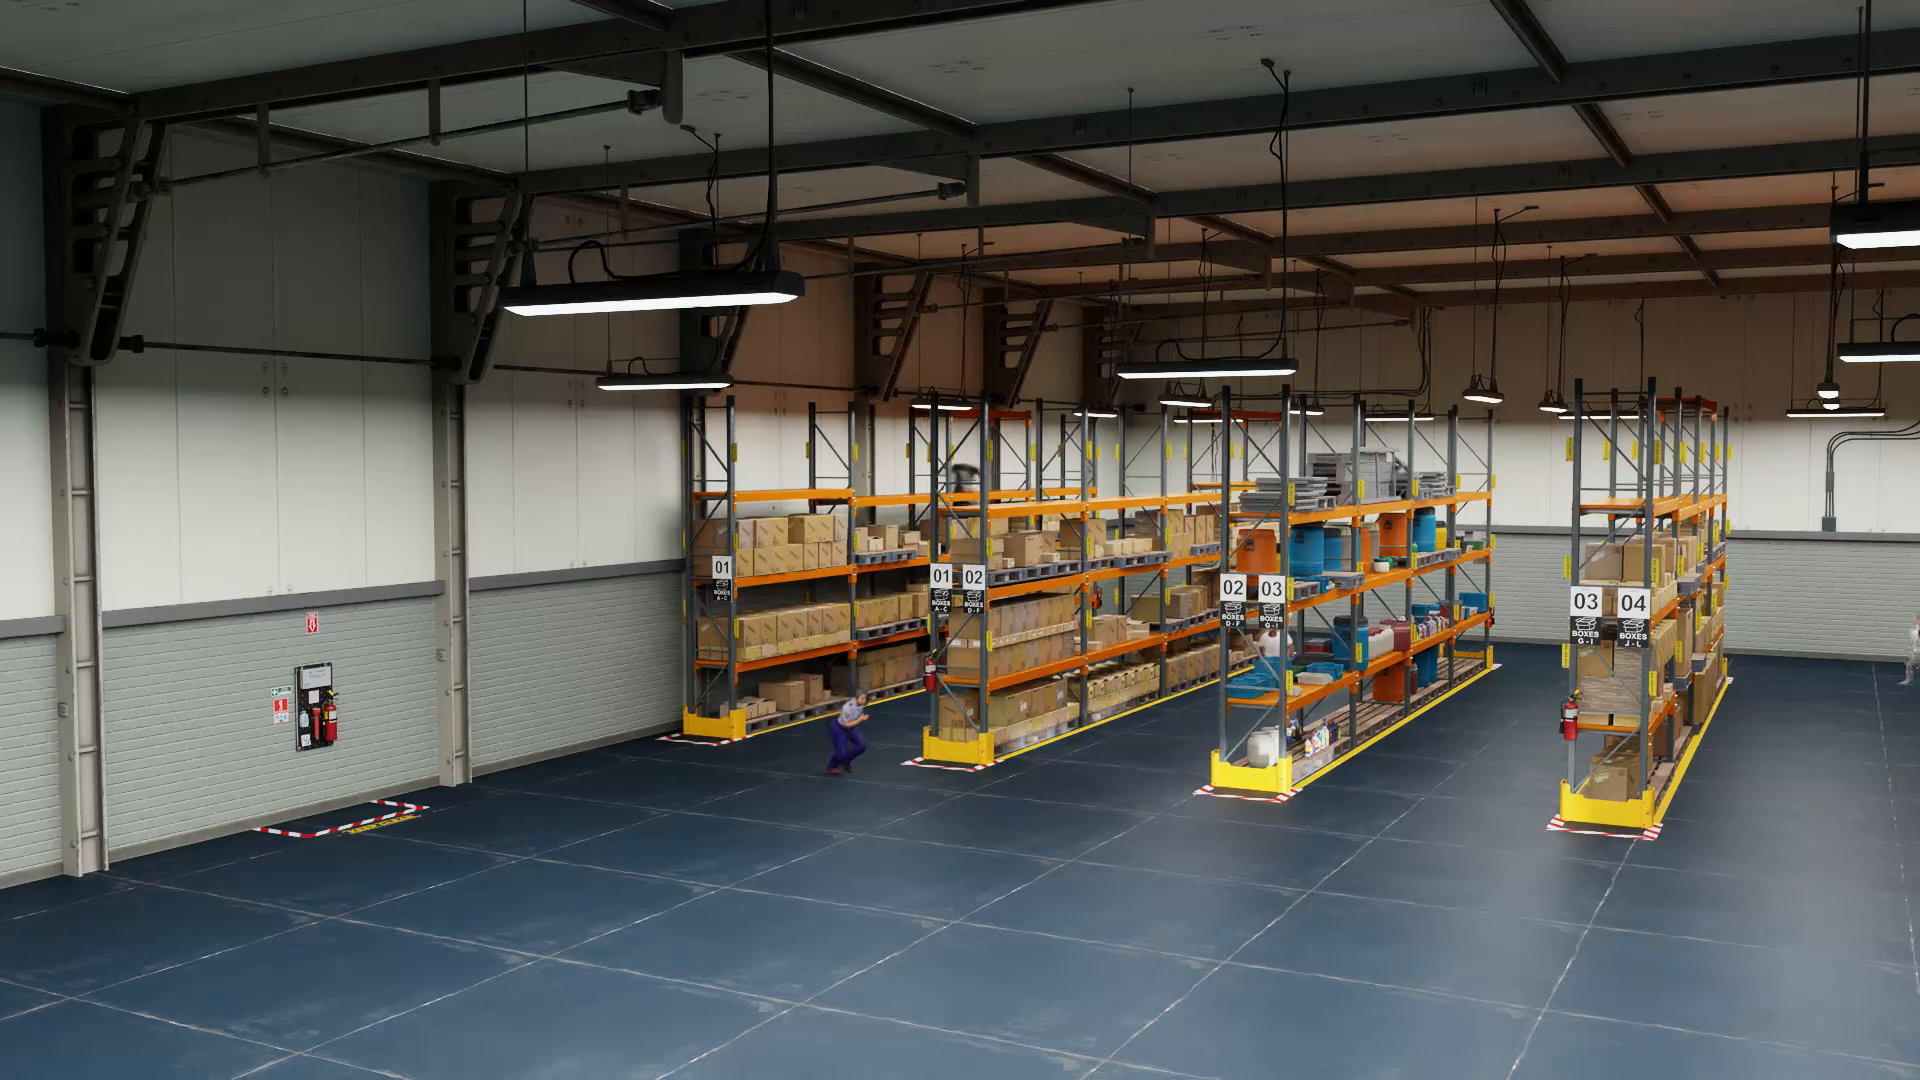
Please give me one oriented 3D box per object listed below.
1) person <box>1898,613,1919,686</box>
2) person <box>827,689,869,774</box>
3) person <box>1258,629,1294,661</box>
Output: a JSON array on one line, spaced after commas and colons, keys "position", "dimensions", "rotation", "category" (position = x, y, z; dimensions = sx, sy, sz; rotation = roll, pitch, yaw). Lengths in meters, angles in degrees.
[{"position": [20.510, 2.341, 35.398], "dimensions": [0.762, 1.599, 0.673], "rotation": [0, 3, 8], "category": "person"}, {"position": [-1.722, 2.951, 25.603], "dimensions": [0.994, 1.386, 0.583], "rotation": [3, 4, 40], "category": "person"}, {"position": [6.259, 2.406, 33.001], "dimensions": [0.734, 1.717, 0.553], "rotation": [1, 3, 25], "category": "person"}]
